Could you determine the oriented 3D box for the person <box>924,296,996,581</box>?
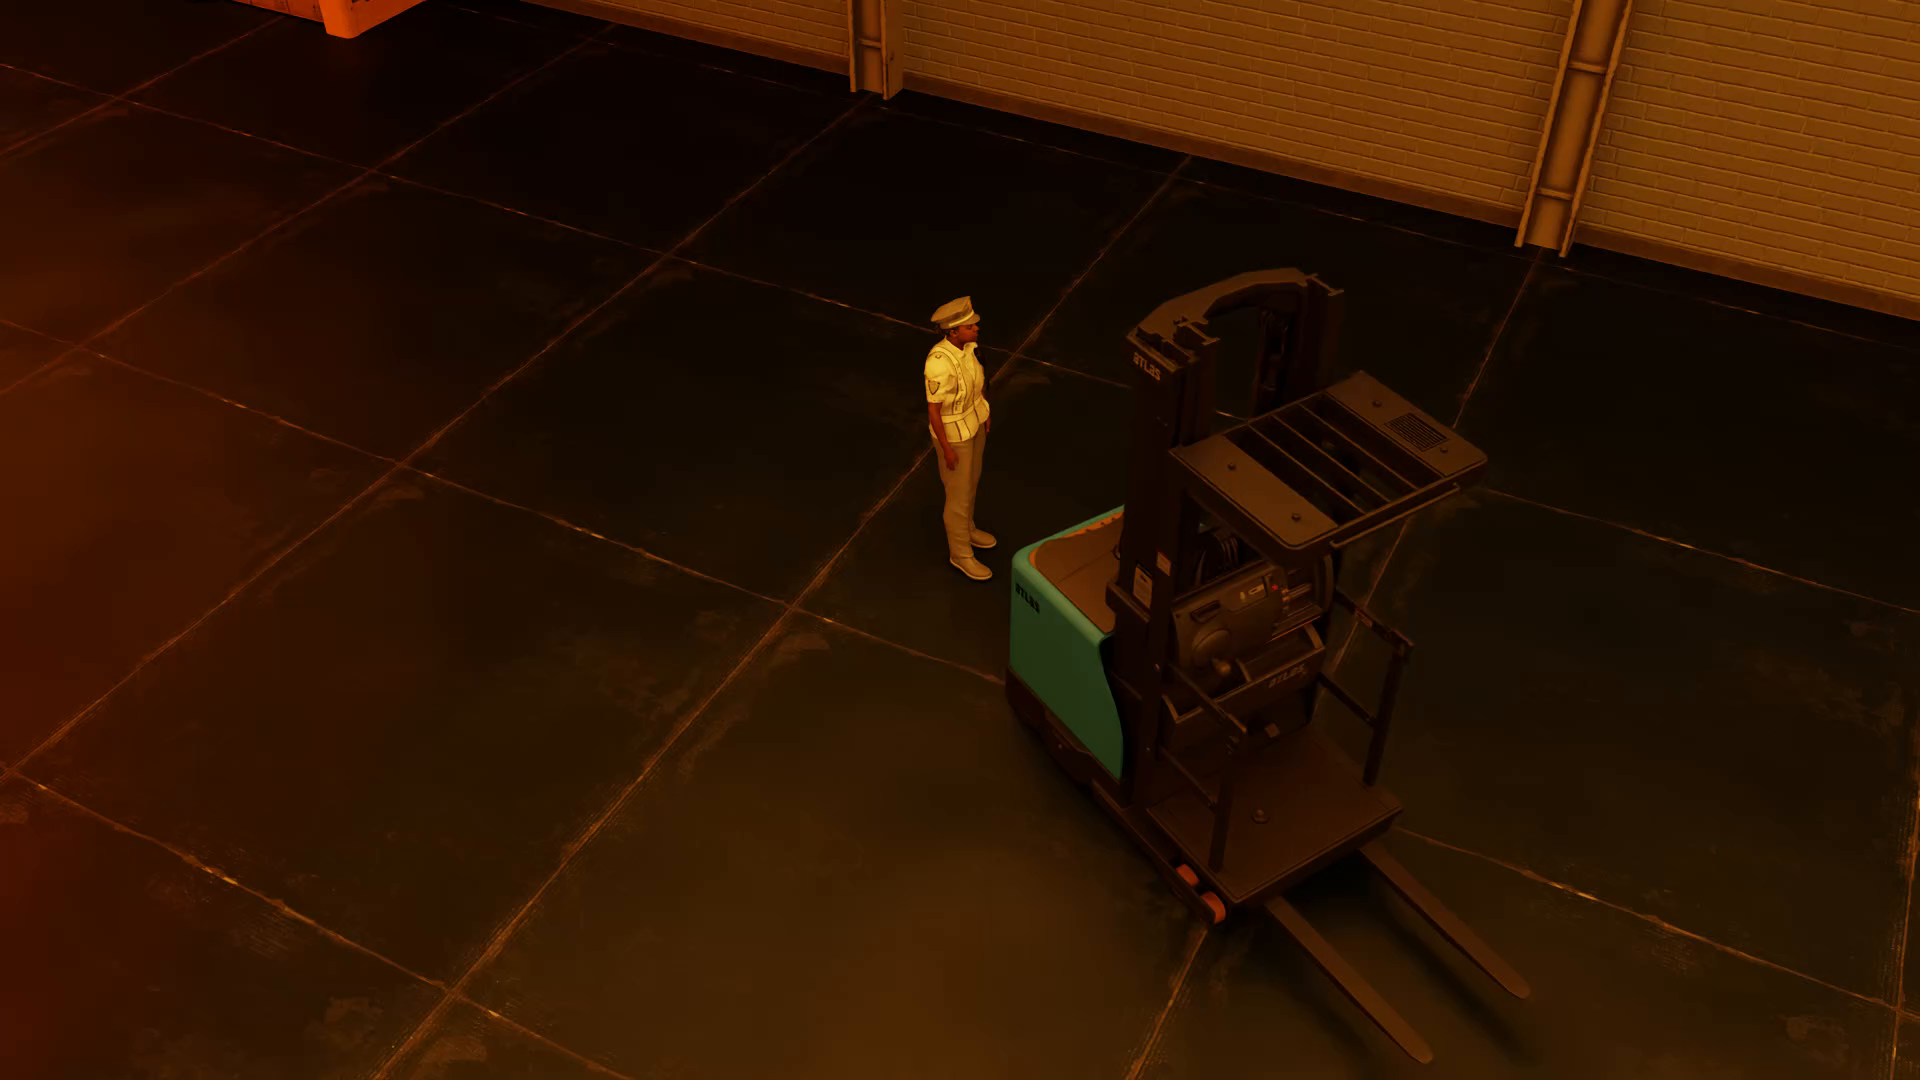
[{"bbox_3d":[0.058,-0.621,9.671,0.528,1.697,0.570,18,43,21],"label":"person"}]

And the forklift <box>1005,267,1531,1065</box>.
[{"bbox_3d":[1.472,0.391,7.522,1.130,2.935,3.031,-23,45,-25],"label":"forklift"}]
